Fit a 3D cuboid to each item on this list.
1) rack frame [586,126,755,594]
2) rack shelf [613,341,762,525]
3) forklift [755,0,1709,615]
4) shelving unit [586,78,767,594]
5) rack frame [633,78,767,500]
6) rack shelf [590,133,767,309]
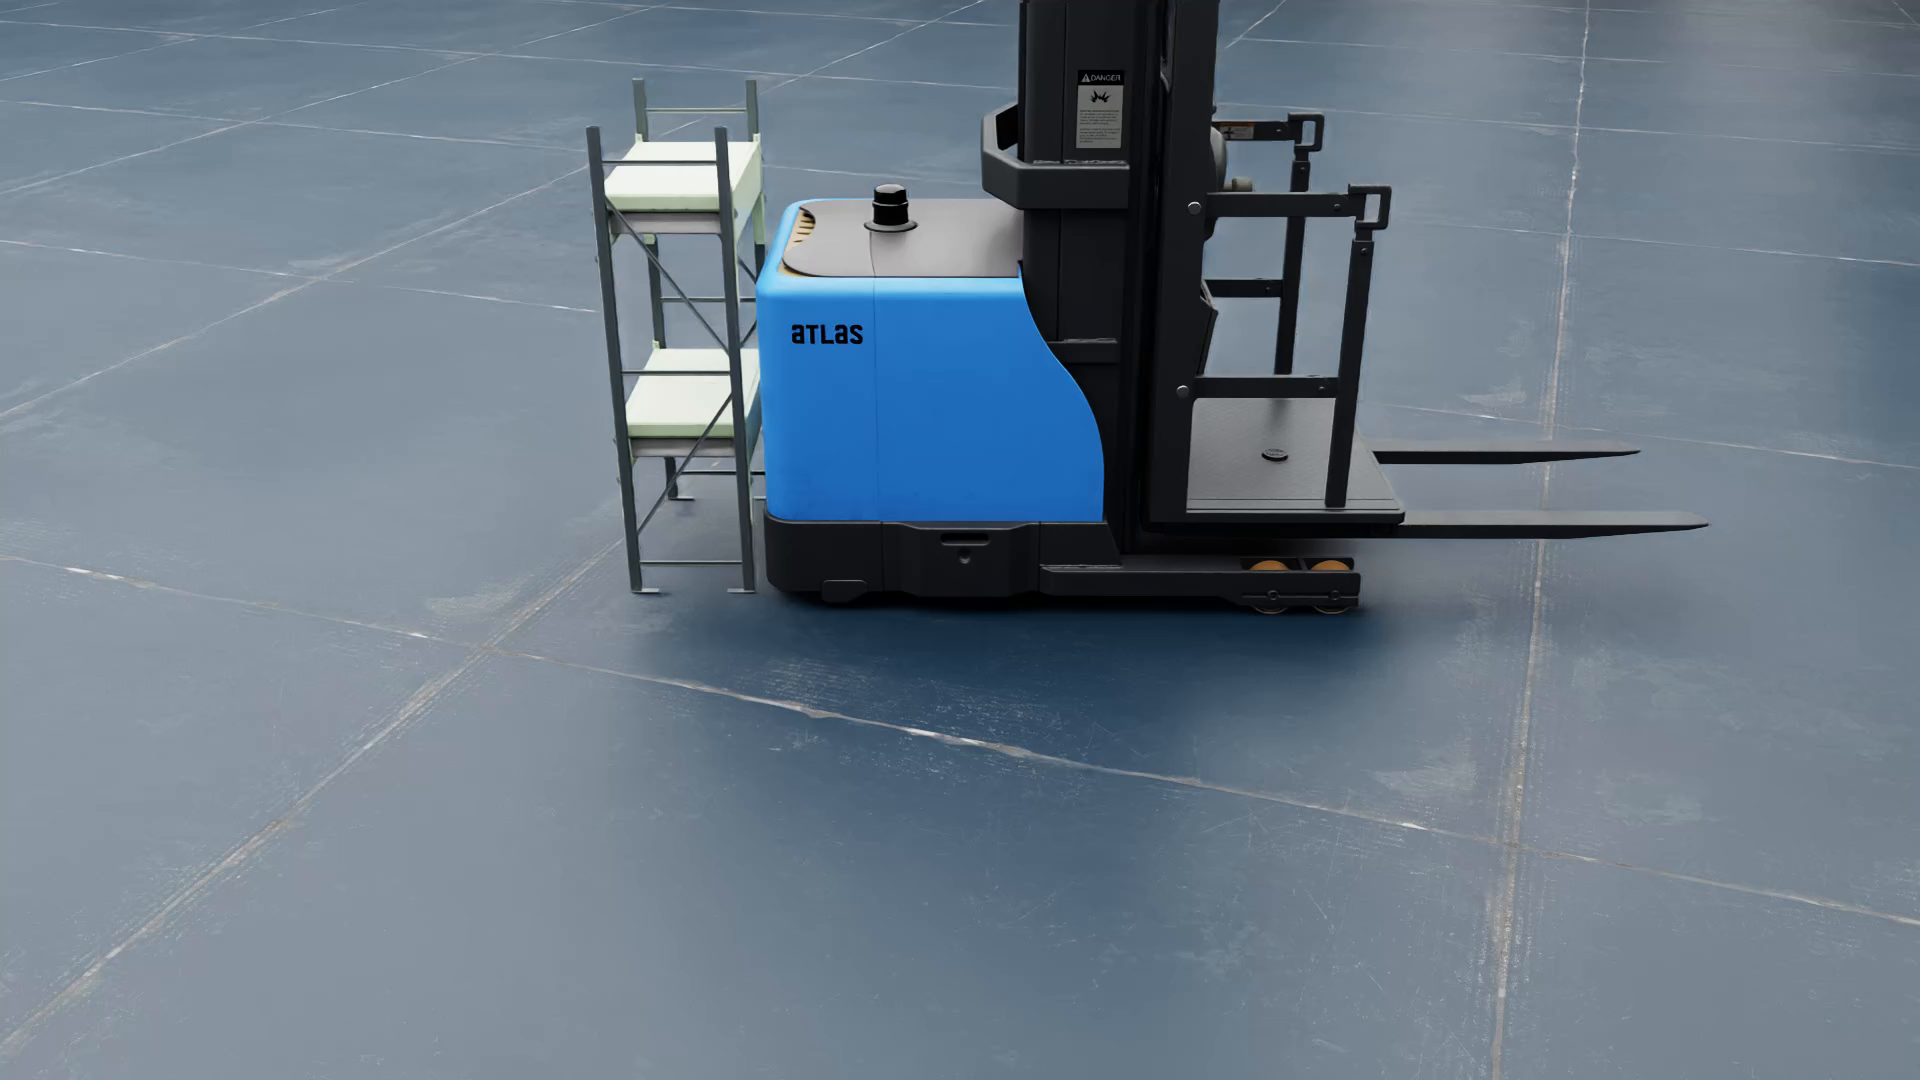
[{"bbox_3d":[-0.866,-0.505,5.072,0.400,1.500,0.023,0,26,0],"label":"rack frame"},{"bbox_3d":[-0.864,-0.371,5.543,0.431,0.370,0.720,0,26,0],"label":"rack shelf"},{"bbox_3d":[0.897,-1.317,5.107,3.031,2.935,1.130,0,26,0],"label":"forklift"},{"bbox_3d":[-0.864,-0.665,5.401,0.431,1.500,0.755,0,26,0],"label":"shelving unit"},{"bbox_3d":[-0.862,-0.824,5.731,0.400,1.500,0.023,0,26,0],"label":"rack frame"},{"bbox_3d":[-0.864,-1.016,5.231,0.431,0.370,0.720,0,26,0],"label":"rack shelf"}]
